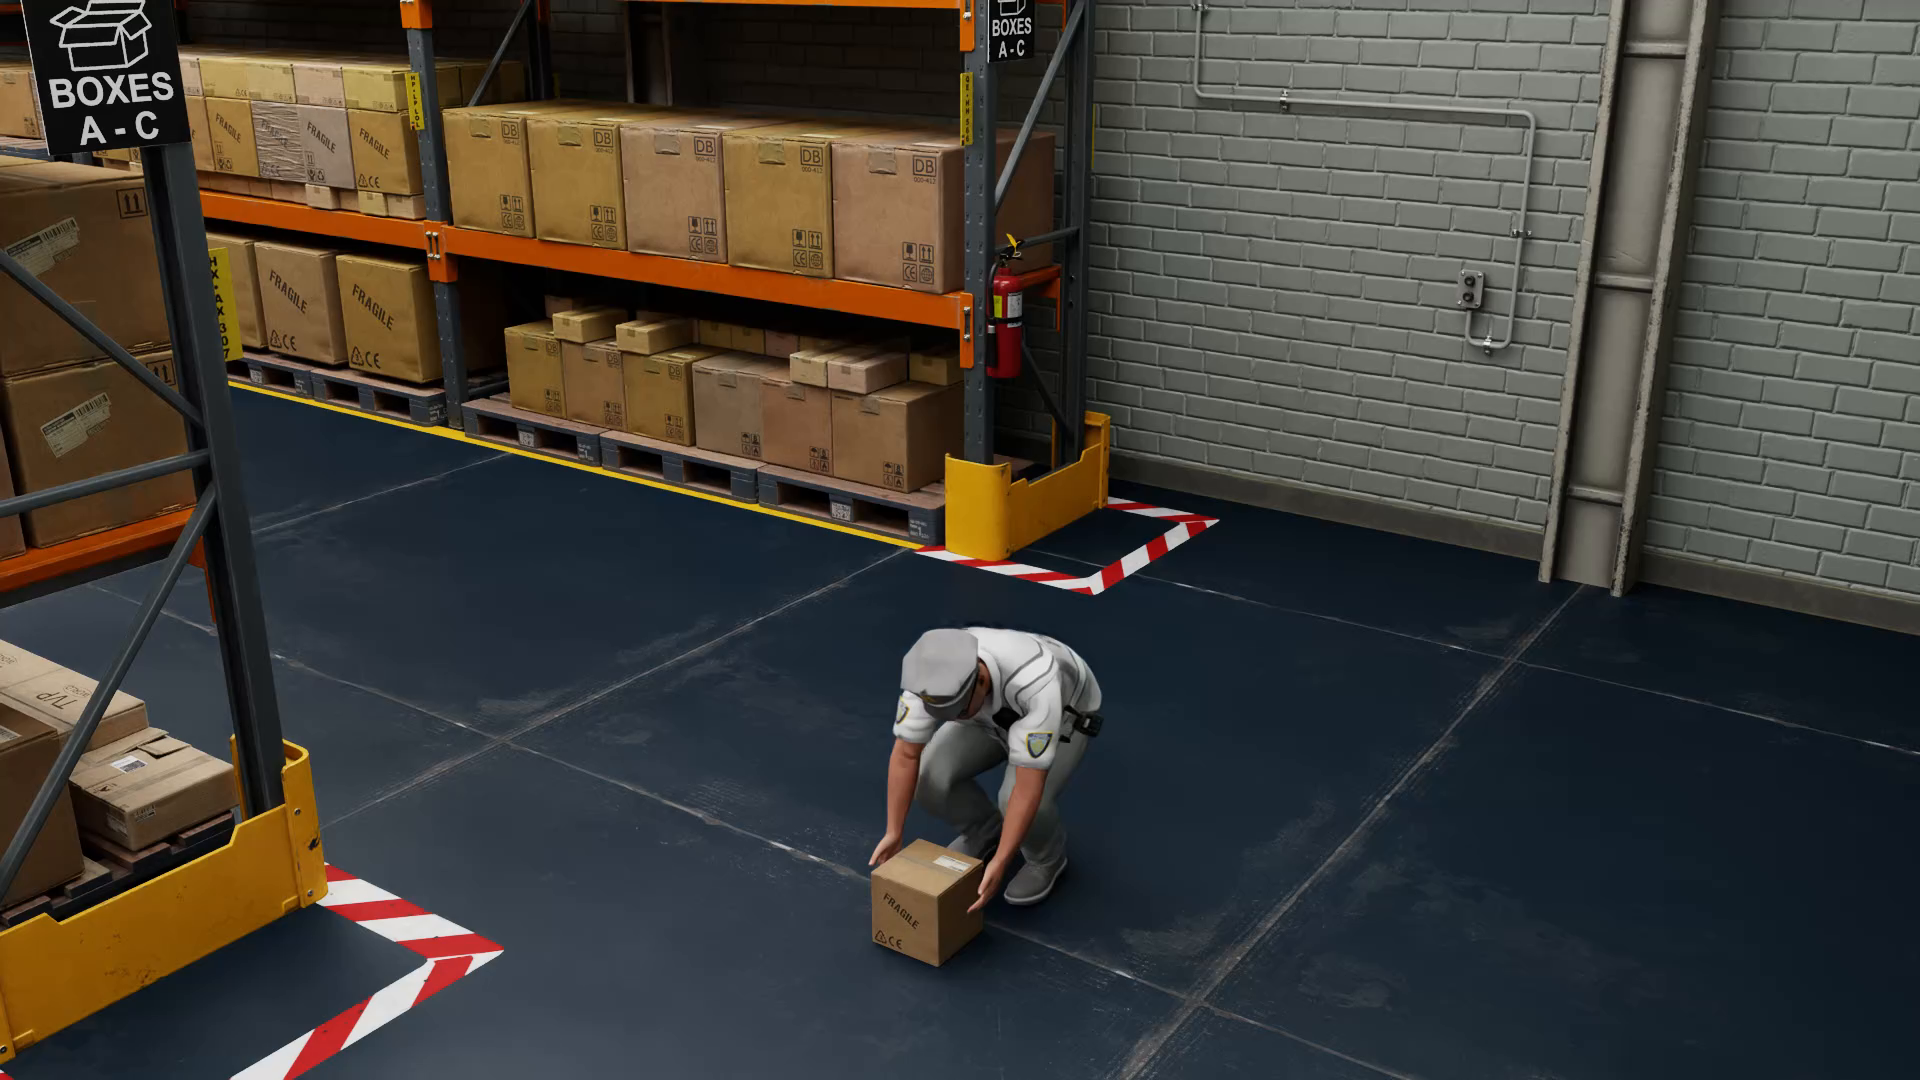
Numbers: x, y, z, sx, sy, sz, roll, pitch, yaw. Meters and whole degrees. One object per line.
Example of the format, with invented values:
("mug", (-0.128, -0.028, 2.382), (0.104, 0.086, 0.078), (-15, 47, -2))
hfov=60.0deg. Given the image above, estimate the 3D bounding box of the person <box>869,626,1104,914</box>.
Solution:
("person", (0.118, 0.663, 5.288), (0.570, 1.030, 0.941), (13, 23, 32))
